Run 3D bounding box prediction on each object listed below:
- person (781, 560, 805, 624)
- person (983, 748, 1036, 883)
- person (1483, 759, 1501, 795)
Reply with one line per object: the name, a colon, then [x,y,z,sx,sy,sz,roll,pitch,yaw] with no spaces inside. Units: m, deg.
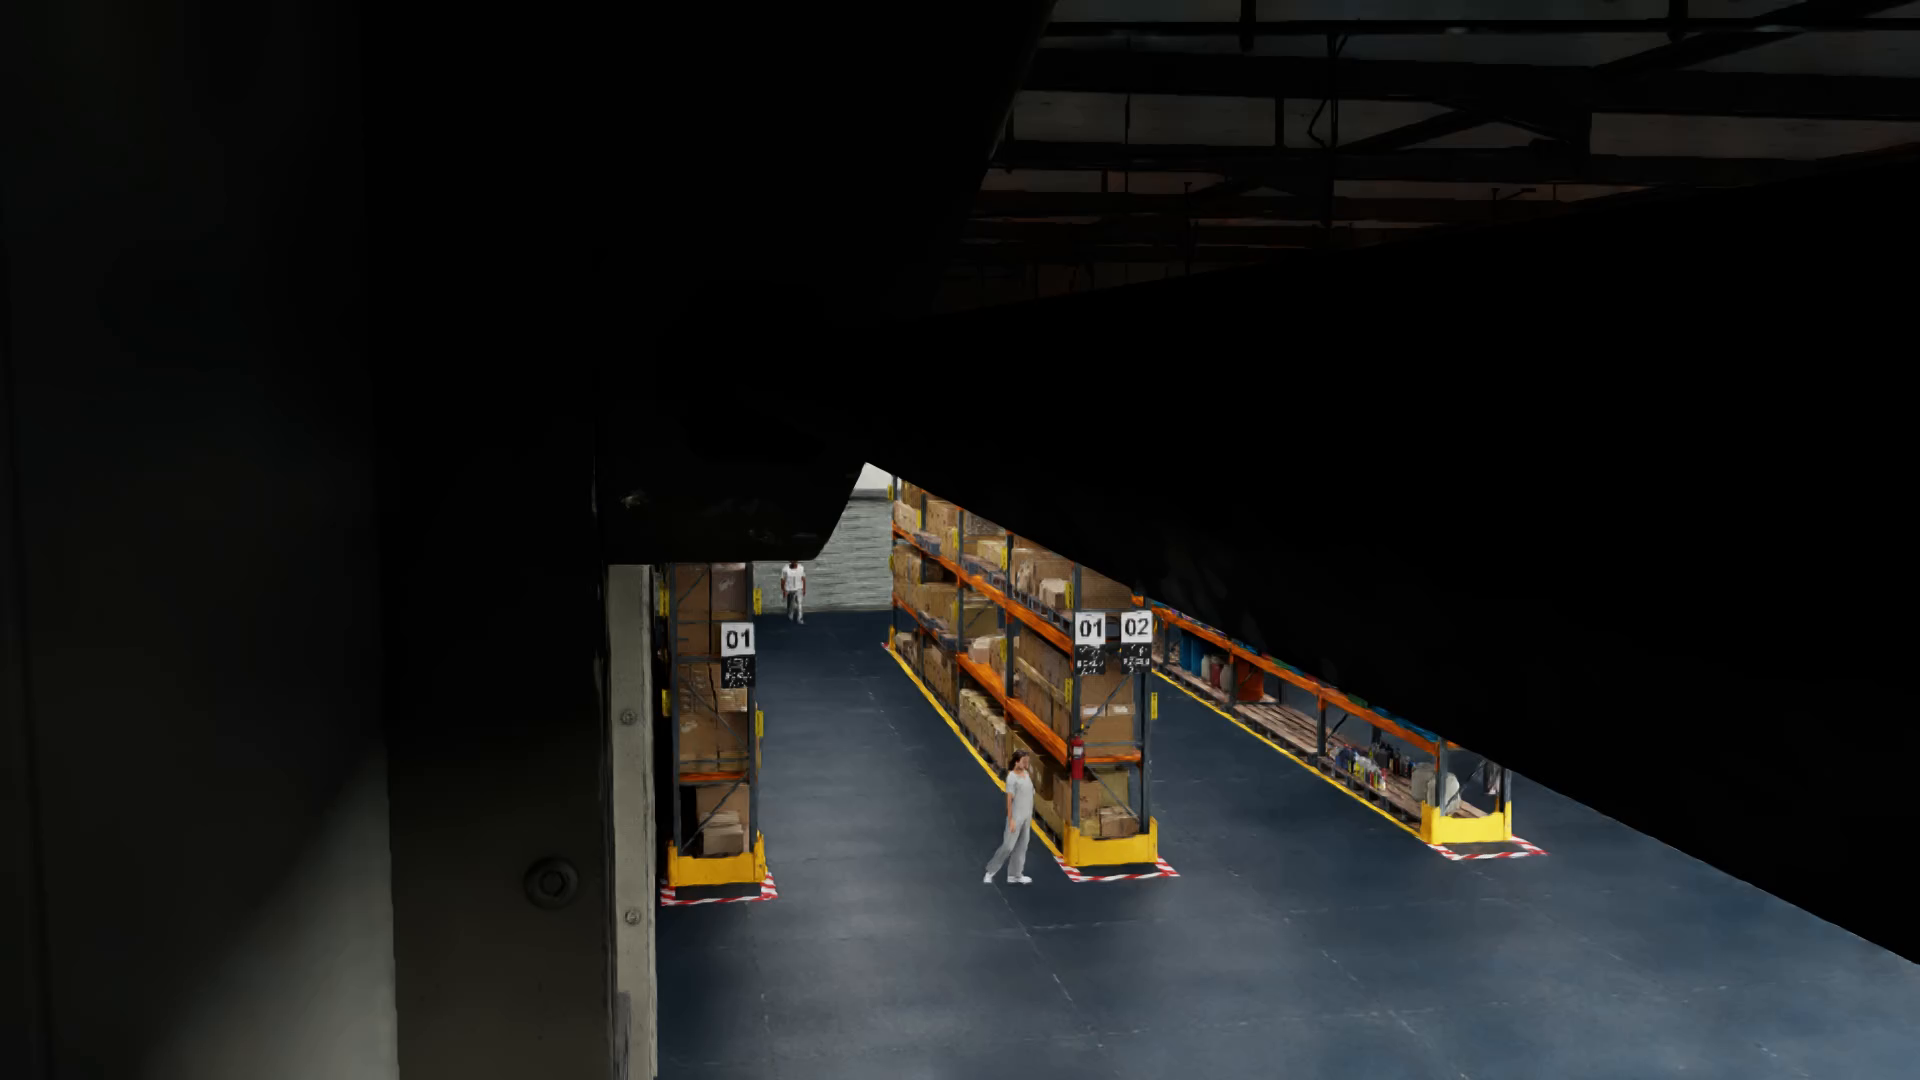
person: [-4.009,1.155,40.025,0.577,1.691,1.121,-1,6,-8]
person: [0.583,3.342,20.041,0.497,1.664,0.643,5,8,37]
person: [7.771,2.902,24.142,0.423,1.655,0.508,-5,8,-39]
